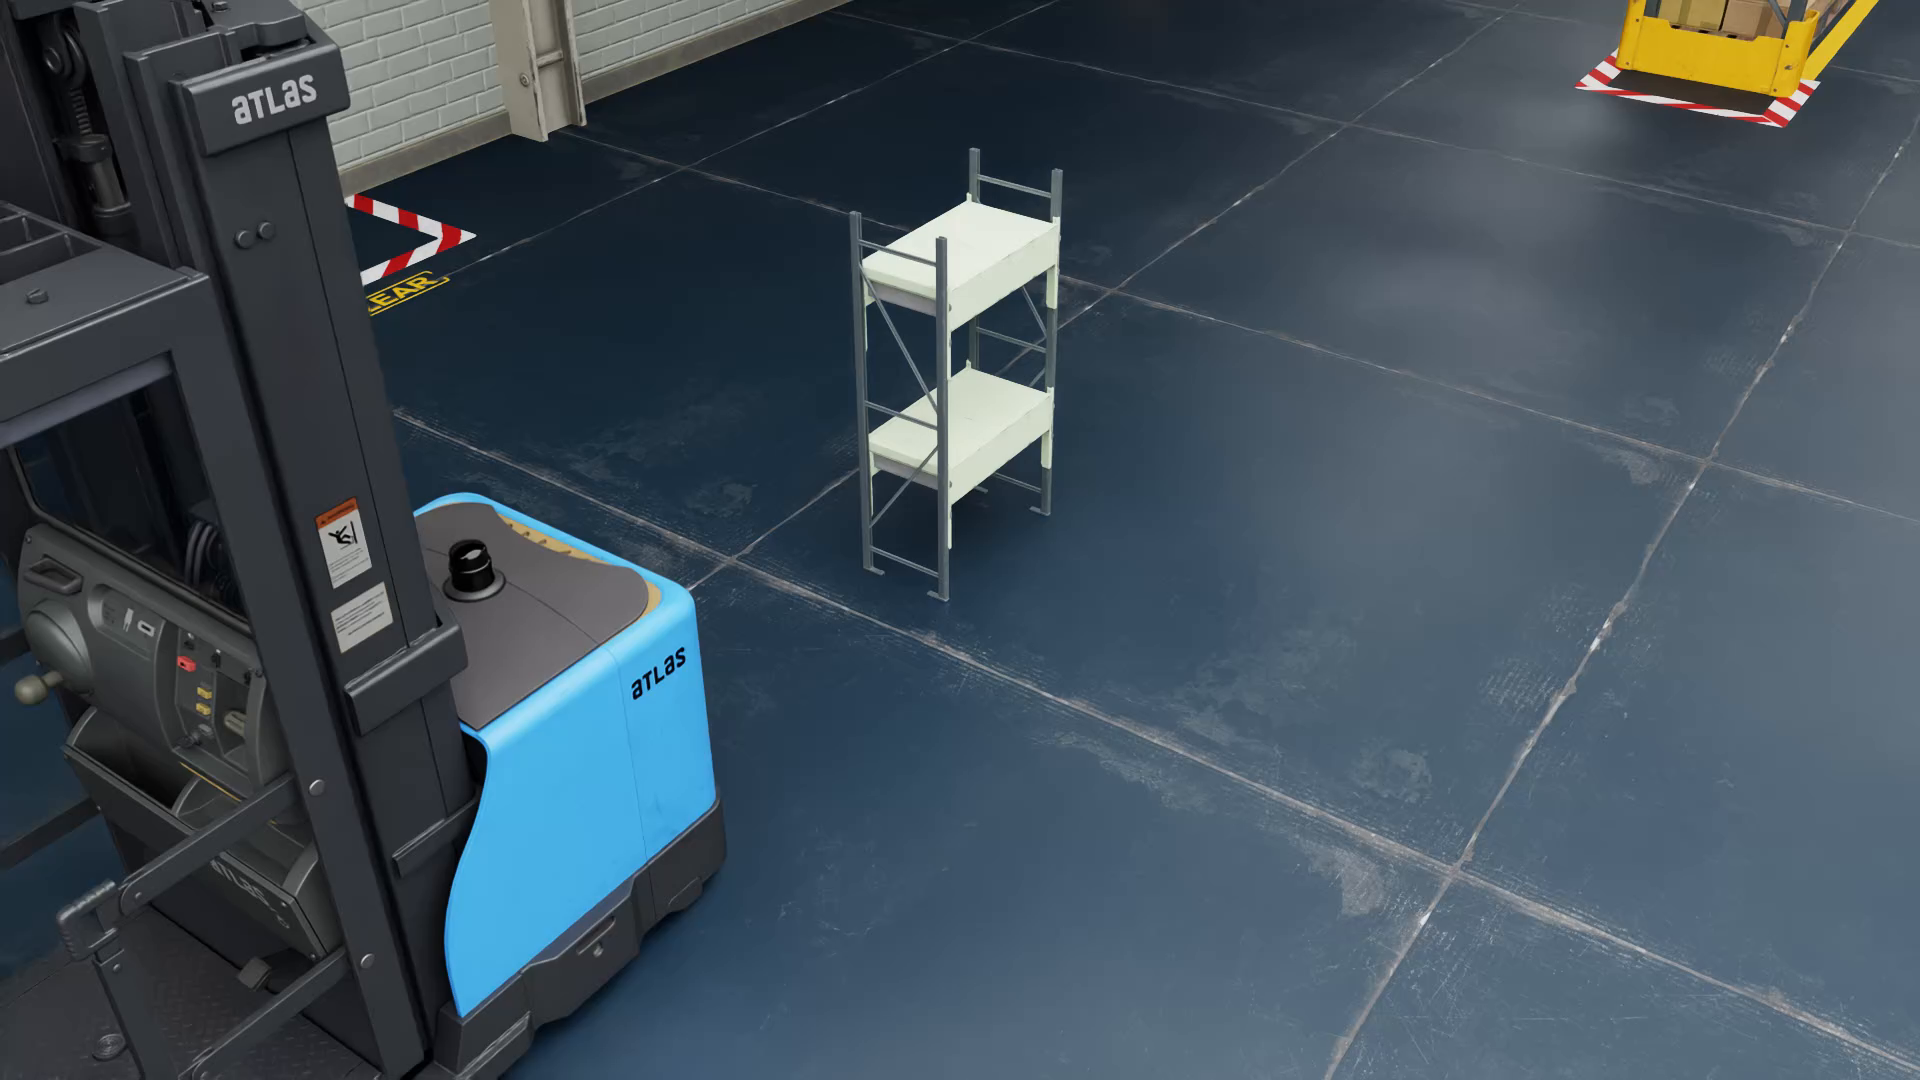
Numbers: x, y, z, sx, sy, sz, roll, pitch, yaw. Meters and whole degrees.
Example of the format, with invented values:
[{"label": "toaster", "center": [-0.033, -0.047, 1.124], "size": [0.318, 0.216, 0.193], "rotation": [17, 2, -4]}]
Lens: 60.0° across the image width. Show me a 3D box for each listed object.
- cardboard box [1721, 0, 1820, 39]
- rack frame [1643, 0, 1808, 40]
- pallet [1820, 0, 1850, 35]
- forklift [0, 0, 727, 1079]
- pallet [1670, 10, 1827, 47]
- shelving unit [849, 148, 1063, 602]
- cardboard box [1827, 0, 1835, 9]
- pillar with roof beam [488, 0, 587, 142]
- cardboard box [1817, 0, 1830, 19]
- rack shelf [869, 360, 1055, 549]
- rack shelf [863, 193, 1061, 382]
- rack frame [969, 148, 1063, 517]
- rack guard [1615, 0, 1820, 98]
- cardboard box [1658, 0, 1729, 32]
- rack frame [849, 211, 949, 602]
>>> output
[{"label": "cardboard box", "center": [5.655, -3.676, 11.587], "size": [0.500, 0.250, 0.500], "rotation": [21, 39, 28]}, {"label": "rack frame", "center": [5.166, -4.465, 10.675], "size": [1.000, 3.000, 0.127], "rotation": [21, 39, 28]}, {"label": "pallet", "center": [6.264, -4.234, 12.823], "size": [1.003, 0.211, 1.213], "rotation": [21, 39, 28]}, {"label": "forklift", "center": [-1.980, 0.338, 3.634], "size": [1.130, 2.935, 3.031], "rotation": [21, 40, 28]}, {"label": "pallet", "center": [5.568, -3.675, 11.996], "size": [1.003, 0.211, 1.213], "rotation": [21, 39, 28]}, {"label": "shelving unit", "center": [-0.004, -0.618, 6.325], "size": [0.431, 1.500, 0.755], "rotation": [21, 39, 28]}, {"label": "cardboard box", "center": [6.222, -4.137, 12.269], "size": [0.500, 0.250, 0.500], "rotation": [21, 39, 28]}, {"label": "pillar with roof beam", "center": [0.898, -4.993, 6.100], "size": [9.100, 9.000, 0.400], "rotation": [21, 39, 28]}, {"label": "cardboard box", "center": [5.937, -3.907, 11.929], "size": [0.500, 0.250, 0.500], "rotation": [21, 39, 28]}, {"label": "rack shelf", "center": [-0.004, -0.348, 6.508], "size": [0.431, 0.370, 0.720], "rotation": [21, 39, 28]}, {"label": "rack shelf", "center": [-0.004, -0.941, 6.107], "size": [0.431, 0.370, 0.720], "rotation": [21, 39, 28]}, {"label": "rack frame", "center": [0.205, -0.787, 6.574], "size": [0.400, 1.500, 0.023], "rotation": [21, 39, 28]}, {"label": "rack guard", "center": [5.152, -3.418, 11.359], "size": [1.175, 0.500, 0.348], "rotation": [21, 39, 28]}, {"label": "cardboard box", "center": [5.229, -3.841, 11.832], "size": [0.500, 0.250, 0.500], "rotation": [21, 39, 28]}, {"label": "rack frame", "center": [-0.212, -0.450, 6.076], "size": [0.400, 1.500, 0.023], "rotation": [21, 39, 28]}]
